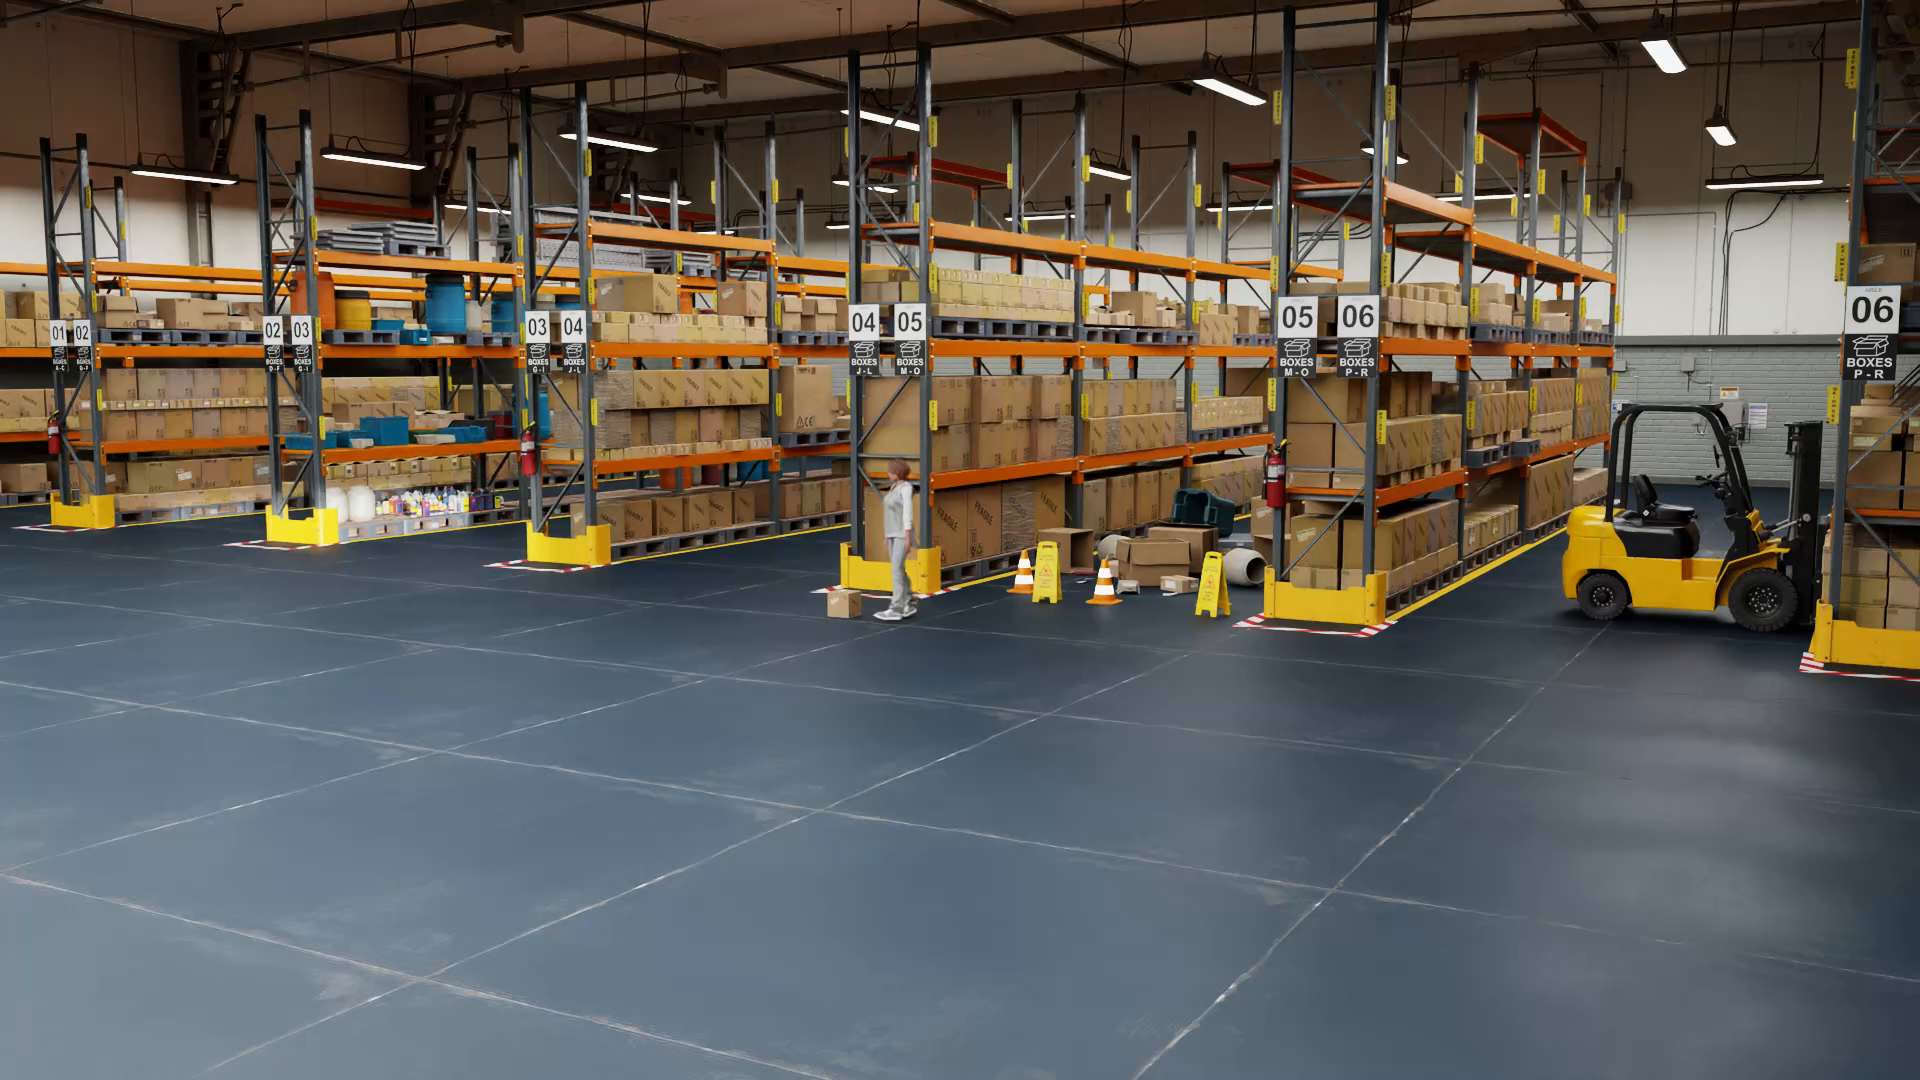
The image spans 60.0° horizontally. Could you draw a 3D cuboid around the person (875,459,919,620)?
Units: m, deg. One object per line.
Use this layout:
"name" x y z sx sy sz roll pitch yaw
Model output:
"person" -0.628 0.004 16.536 0.547 1.562 0.411 -2 7 -21
